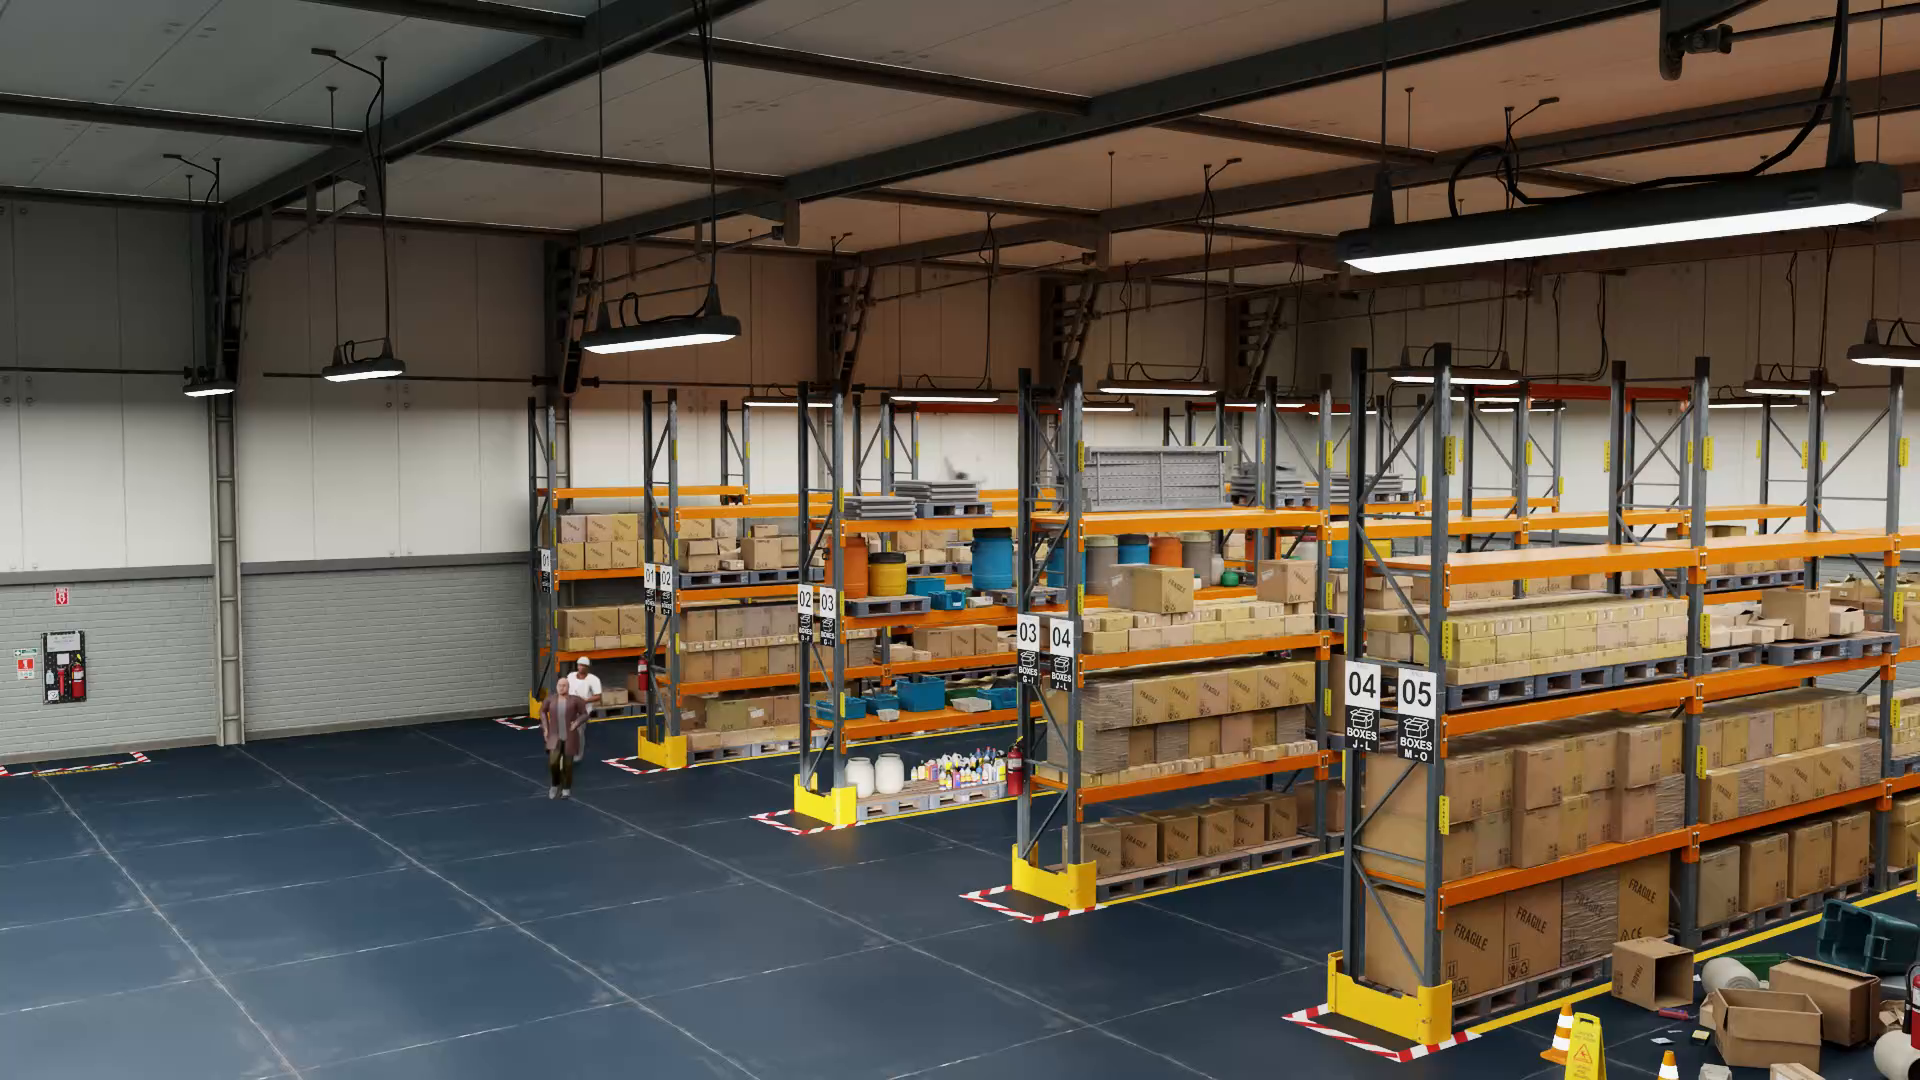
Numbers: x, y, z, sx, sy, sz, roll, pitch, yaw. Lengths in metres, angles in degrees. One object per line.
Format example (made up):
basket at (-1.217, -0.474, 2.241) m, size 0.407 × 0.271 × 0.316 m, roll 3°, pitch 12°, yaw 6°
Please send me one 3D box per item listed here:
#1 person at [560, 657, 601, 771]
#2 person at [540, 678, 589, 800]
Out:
person at (-6.009, 2.735, 26.387) m, size 0.673 × 1.794 × 0.722 m, roll 0°, pitch 3°, yaw -1°
person at (-5.713, 2.869, 23.961) m, size 0.709 × 1.766 × 0.722 m, roll -1°, pitch 3°, yaw -9°
